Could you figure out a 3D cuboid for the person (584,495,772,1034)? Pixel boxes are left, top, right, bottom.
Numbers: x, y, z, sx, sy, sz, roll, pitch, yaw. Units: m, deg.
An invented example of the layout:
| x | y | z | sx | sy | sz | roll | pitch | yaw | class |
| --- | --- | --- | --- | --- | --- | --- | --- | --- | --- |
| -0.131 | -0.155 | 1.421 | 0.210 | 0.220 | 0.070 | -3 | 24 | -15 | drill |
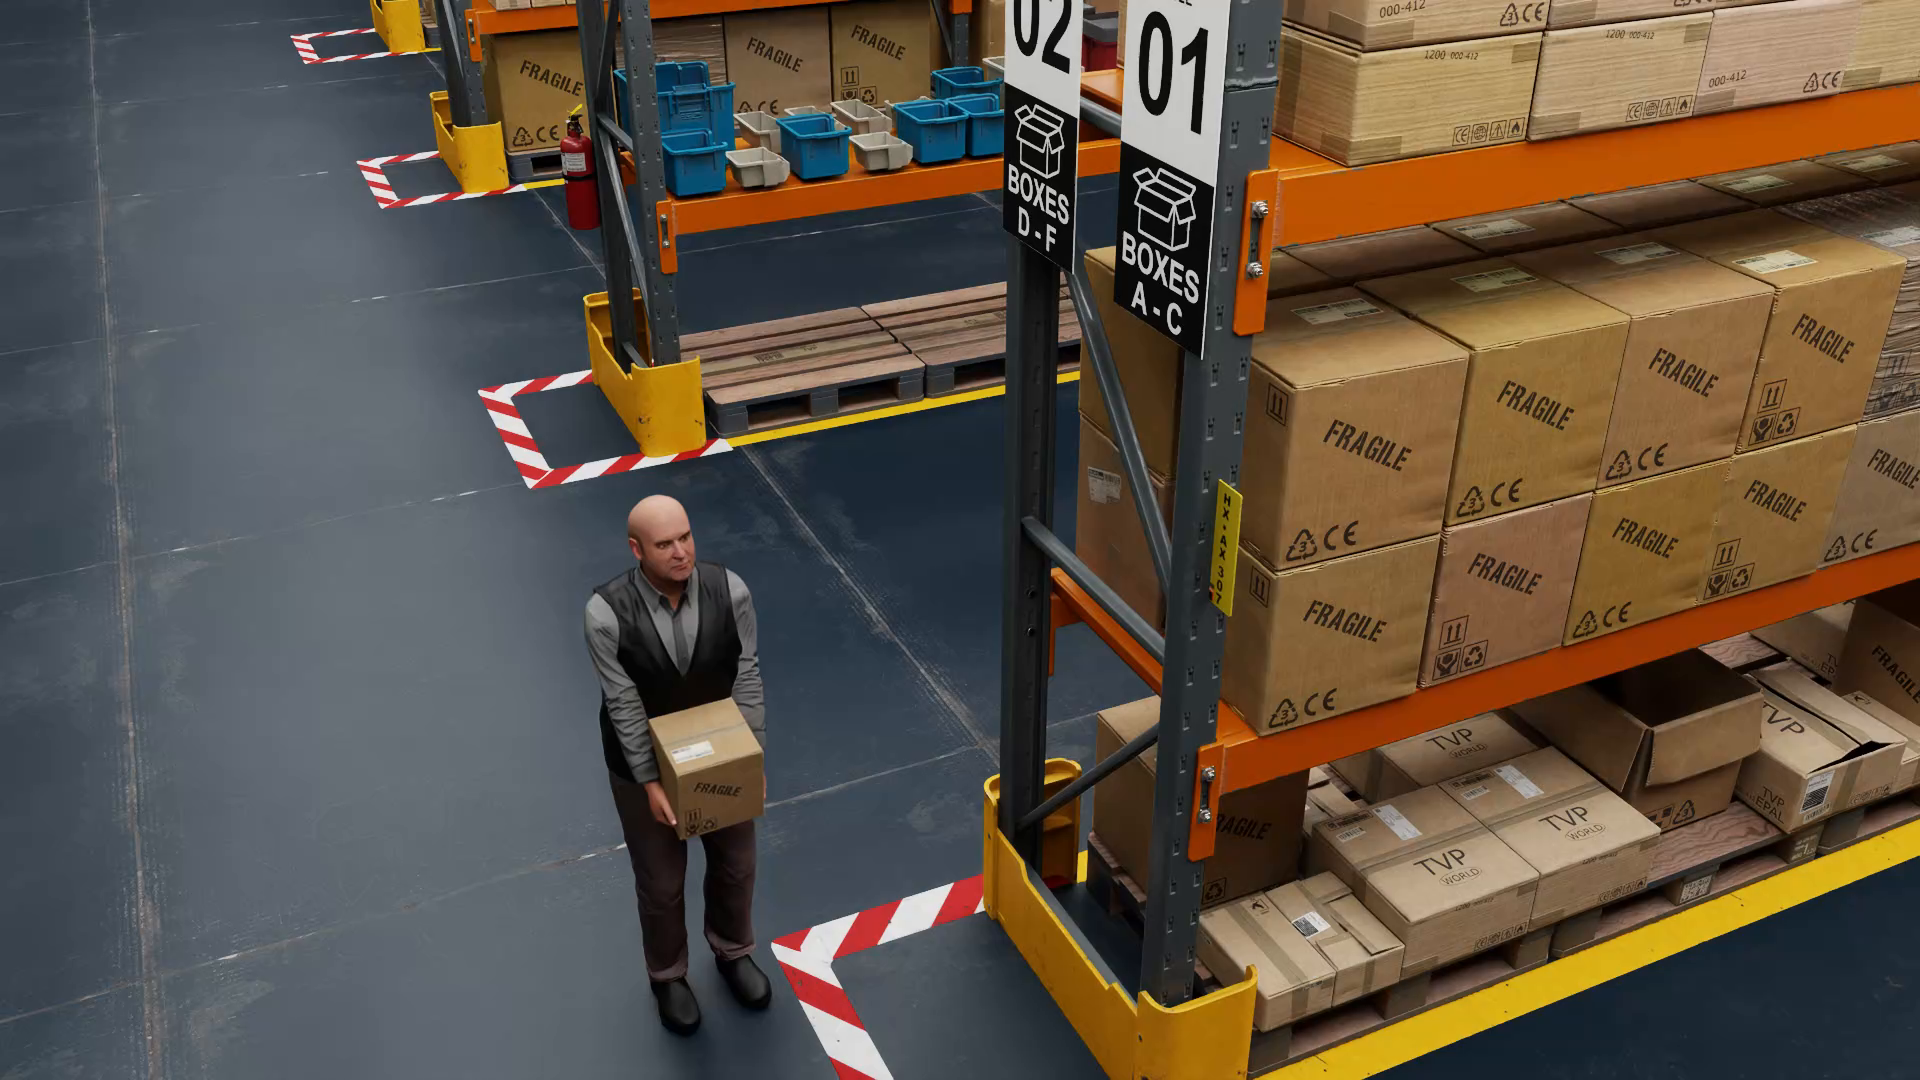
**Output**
| x | y | z | sx | sy | sz | roll | pitch | yaw | class |
| --- | --- | --- | --- | --- | --- | --- | --- | --- | --- |
| -0.779 | 0.698 | 4.912 | 0.495 | 1.716 | 0.554 | -14 | 32 | -23 | person |
